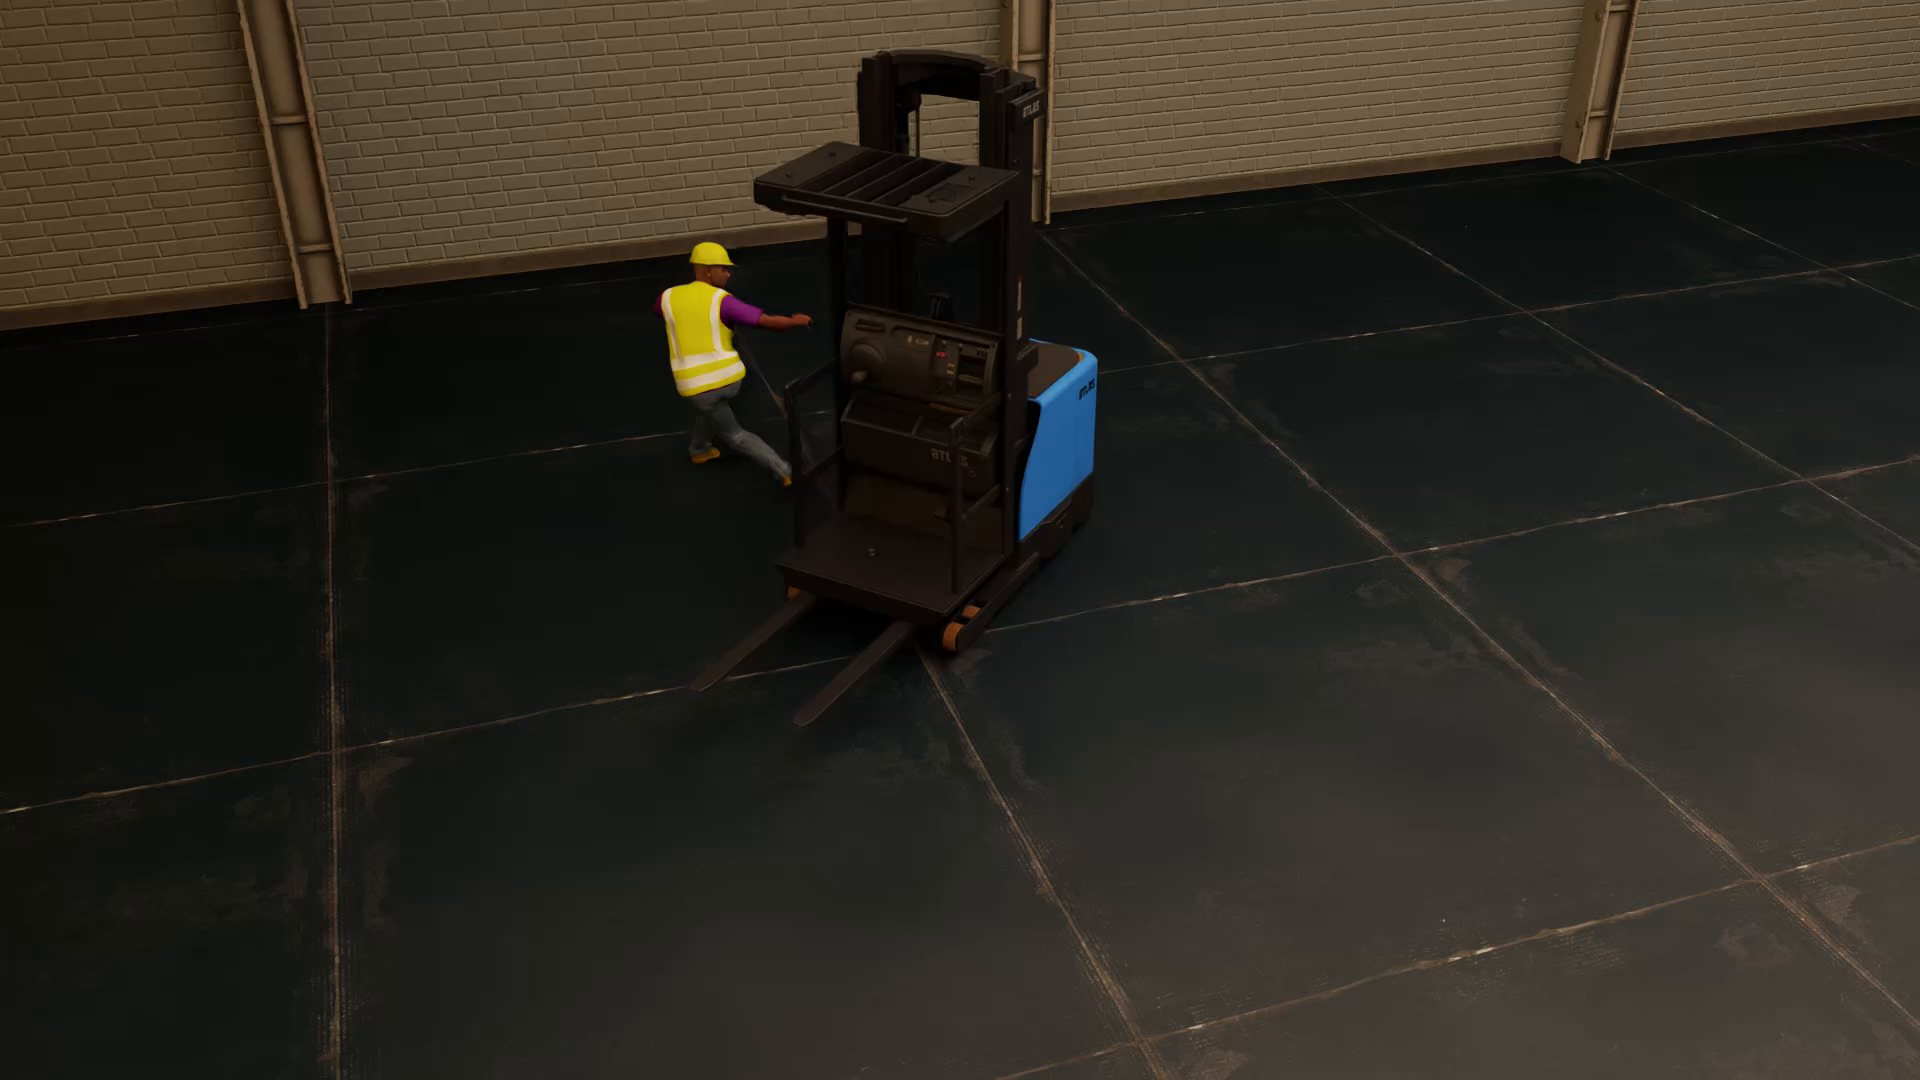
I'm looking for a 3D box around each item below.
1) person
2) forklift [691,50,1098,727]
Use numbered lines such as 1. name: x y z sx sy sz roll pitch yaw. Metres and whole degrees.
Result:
1. person: -1.409 -1.140 10.508 0.980 1.546 1.116 -6 30 -10
2. forklift: -0.325 -0.919 8.683 1.130 2.935 3.031 15 33 25
